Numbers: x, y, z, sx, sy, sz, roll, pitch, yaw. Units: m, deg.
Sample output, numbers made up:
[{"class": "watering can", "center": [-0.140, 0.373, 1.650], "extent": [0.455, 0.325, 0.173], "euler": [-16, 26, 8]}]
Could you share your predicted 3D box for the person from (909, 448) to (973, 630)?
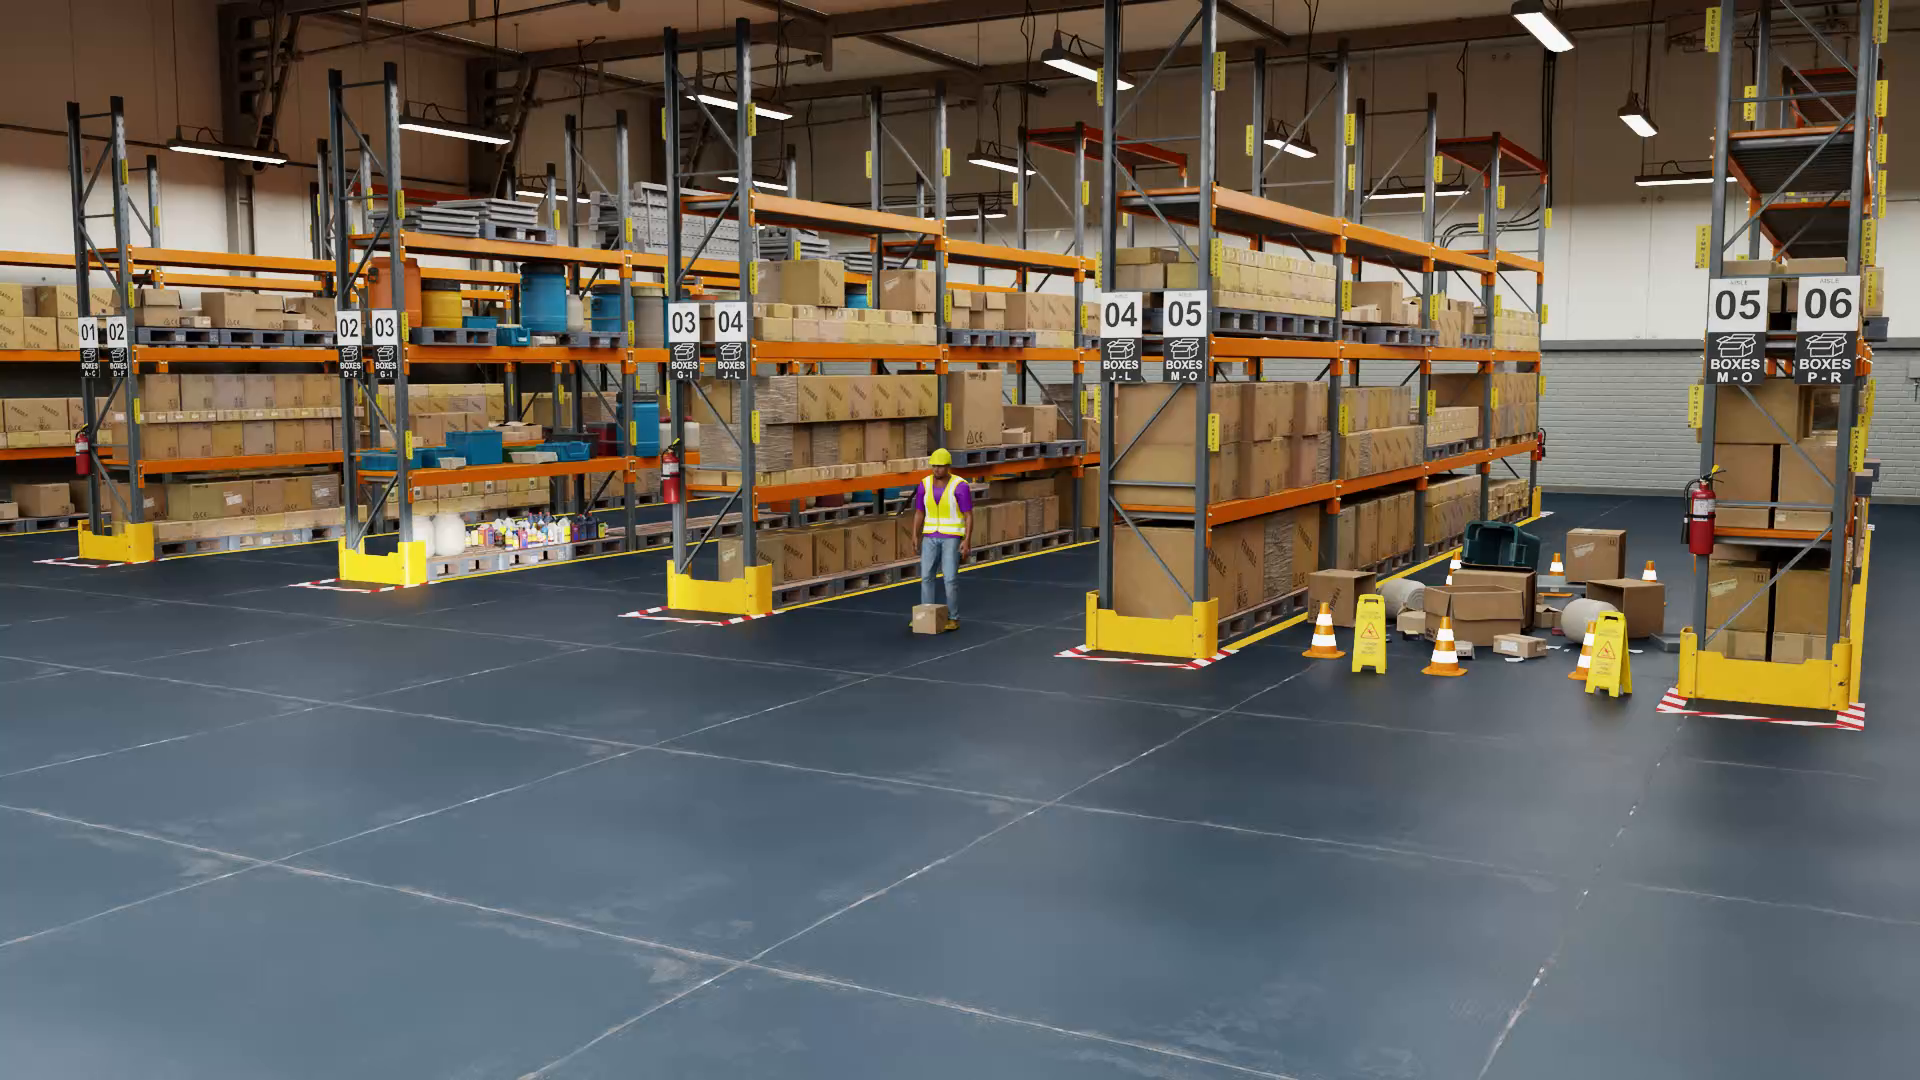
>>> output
[{"class": "person", "center": [-0.180, -0.011, 16.159], "extent": [0.636, 1.761, 0.454], "euler": [3, 7, 26]}]
